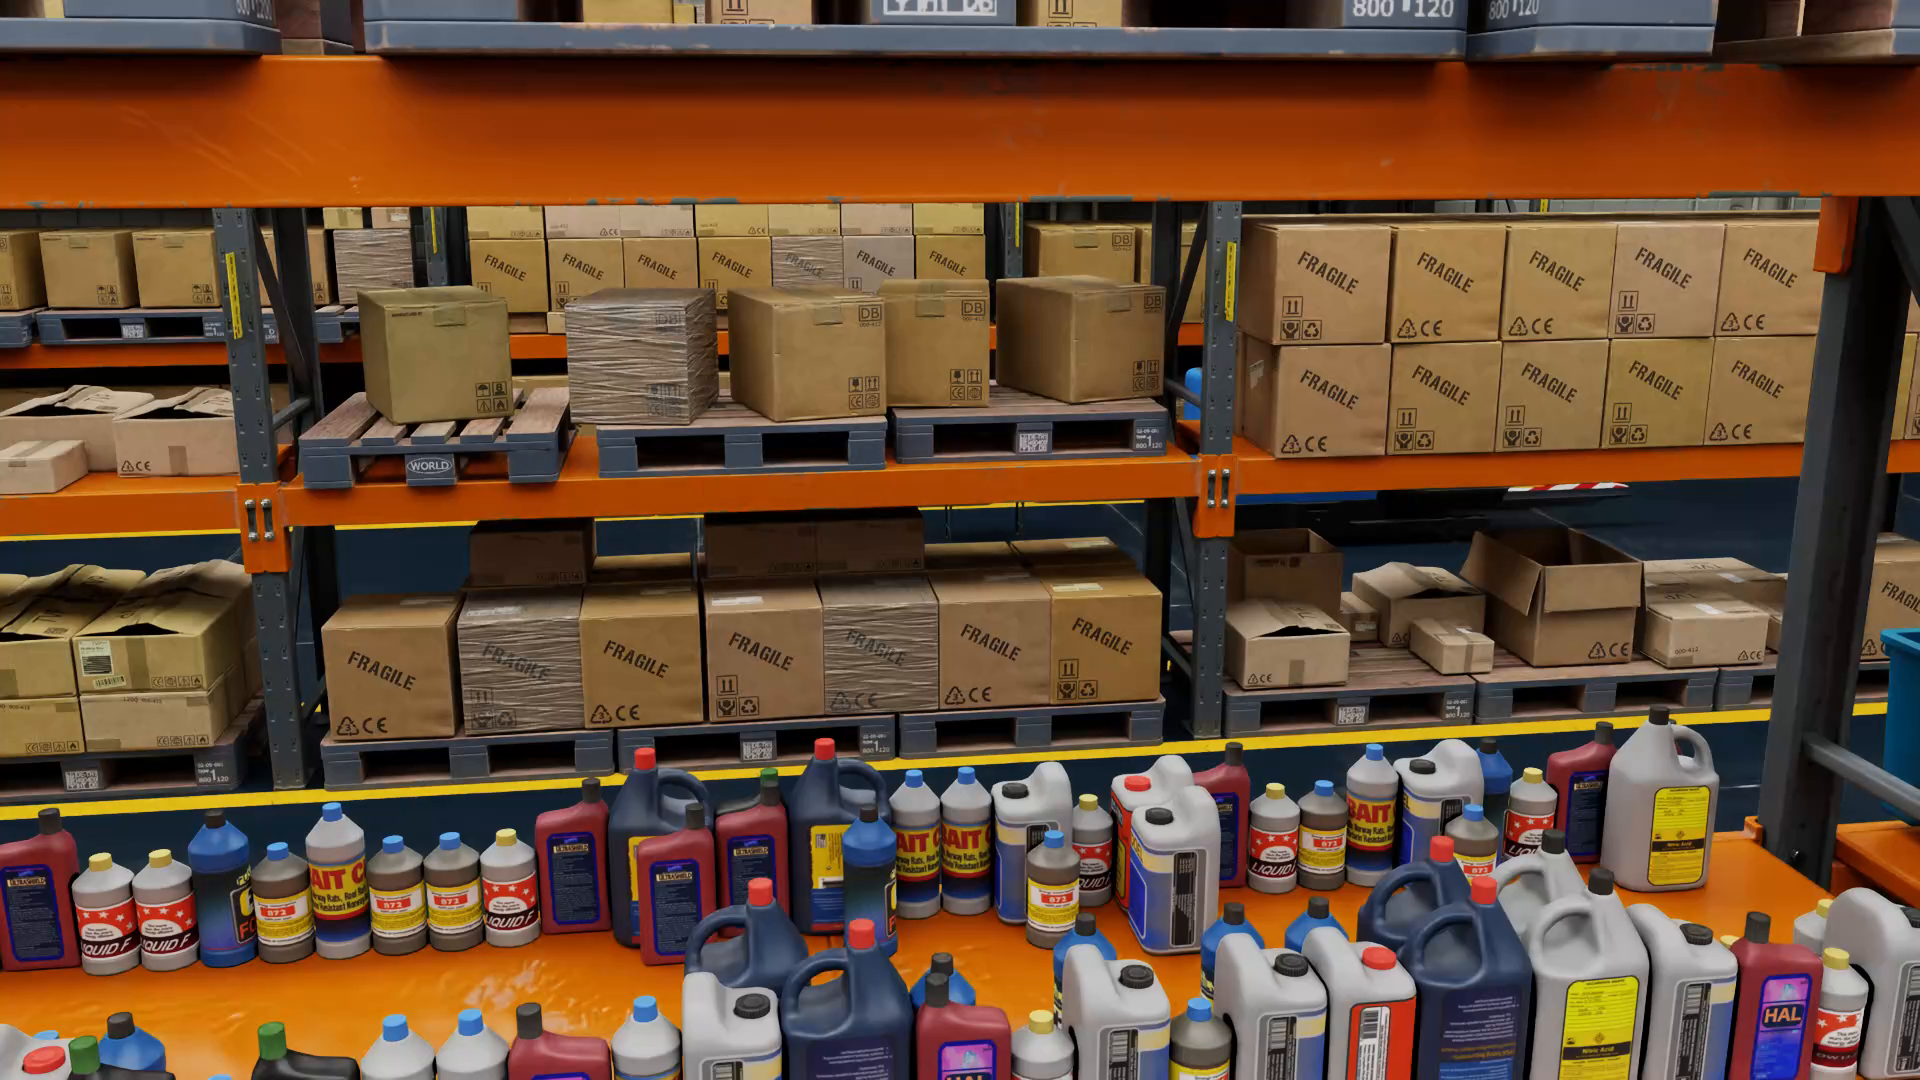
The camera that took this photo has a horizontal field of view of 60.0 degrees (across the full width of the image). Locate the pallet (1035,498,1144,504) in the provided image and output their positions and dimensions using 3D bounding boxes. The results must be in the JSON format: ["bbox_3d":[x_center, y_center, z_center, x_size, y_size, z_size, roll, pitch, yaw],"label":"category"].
[{"bbox_3d":[1.078,-0.511,12.824,1.213,0.211,1.003,-2,14,-8],"label":"pallet"}]

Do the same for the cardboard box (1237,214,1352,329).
[{"bbox_3d":[1.517,-1.277,7.886,0.500,0.500,0.500,-2,14,-8],"label":"cardboard box"}]

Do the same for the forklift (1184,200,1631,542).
[{"bbox_3d":[3.123,-1.535,11.319,3.031,2.935,1.130,-2,14,-10],"label":"forklift"}]

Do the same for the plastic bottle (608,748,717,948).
[{"bbox_3d":[-0.535,0.543,2.991,0.185,0.351,0.144,-2,14,-8],"label":"plastic bottle"}]

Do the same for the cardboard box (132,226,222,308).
[{"bbox_3d":[-5.333,-1.901,11.527,0.500,0.500,0.700,-2,14,-8],"label":"cardboard box"}]

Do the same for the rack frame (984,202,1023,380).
[{"bbox_3d":[0.314,-1.854,12.450,0.127,3.000,1.000,-2,14,-8],"label":"rack frame"}]

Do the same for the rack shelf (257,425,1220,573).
[{"bbox_3d":[-0.922,-0.242,7.497,4.000,0.370,1.077,-2,14,-8],"label":"rack shelf"}]

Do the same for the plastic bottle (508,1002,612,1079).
[{"bbox_3d":[-0.540,0.761,2.259,0.133,0.283,0.061,-2,14,-8],"label":"plastic bottle"}]

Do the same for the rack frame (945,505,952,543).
[{"bbox_3d":[-0.078,-0.579,11.065,0.015,1.200,0.240,-2,14,-8],"label":"rack frame"}]

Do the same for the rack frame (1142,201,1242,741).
[{"bbox_3d":[1.056,-0.663,7.699,0.127,3.000,1.000,-2,14,-8],"label":"rack frame"}]

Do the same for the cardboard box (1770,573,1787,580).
[{"bbox_3d":[4.299,0.295,8.801,0.250,0.166,0.380,-2,14,-8],"label":"cardboard box"}]

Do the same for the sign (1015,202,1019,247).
[{"bbox_3d":[0.404,-2.247,11.799,0.005,0.325,0.100,-2,14,-8],"label":"sign"}]

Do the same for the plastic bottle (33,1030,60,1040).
[{"bbox_3d":[-1.269,0.786,2.330,0.097,0.201,0.097,0,14,0],"label":"plastic bottle"}]

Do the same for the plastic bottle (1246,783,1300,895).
[{"bbox_3d":[0.602,0.568,3.198,0.097,0.201,0.097,0,14,0],"label":"plastic bottle"}]

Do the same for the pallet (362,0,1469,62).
[{"bbox_3d":[-0.092,-0.741,2.232,1.213,0.211,1.003,-2,14,-8],"label":"pallet"}]

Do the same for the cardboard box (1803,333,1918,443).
[{"bbox_3d":[4.096,-0.755,7.861,0.500,0.500,0.500,-2,14,-8],"label":"cardboard box"}]

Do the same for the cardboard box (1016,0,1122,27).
[{"bbox_3d":[0.547,-2.418,7.256,0.600,0.600,0.600,-3,14,-14],"label":"cardboard box"}]

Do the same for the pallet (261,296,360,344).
[{"bbox_3d":[-4.330,-1.565,11.690,1.003,0.211,1.213,-2,14,-8],"label":"pallet"}]

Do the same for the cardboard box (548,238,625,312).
[{"bbox_3d":[-2.604,-1.885,11.712,0.500,0.500,0.500,-2,14,-6],"label":"cardboard box"}]

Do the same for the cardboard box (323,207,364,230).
[{"bbox_3d":[-4.294,-2.251,11.588,0.250,0.149,0.380,-5,15,-18],"label":"cardboard box"}]

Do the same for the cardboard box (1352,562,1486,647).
[{"bbox_3d":[2.318,0.312,8.435,0.500,0.311,0.500,-2,14,-8],"label":"cardboard box"}]

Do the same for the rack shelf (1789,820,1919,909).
[{"bbox_3d":[3.768,0.805,3.324,4.000,0.370,1.077,-2,14,-8],"label":"rack shelf"}]

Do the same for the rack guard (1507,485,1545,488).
[{"bbox_3d":[4.293,-0.788,13.335,0.348,0.500,1.175,-2,14,-8],"label":"rack guard"}]

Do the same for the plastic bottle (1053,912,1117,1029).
[{"bbox_3d":[0.189,0.699,2.534,0.097,0.271,0.097,0,14,0],"label":"plastic bottle"}]

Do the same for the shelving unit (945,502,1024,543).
[{"bbox_3d":[0.164,-0.588,11.100,0.503,1.200,0.258,-2,14,-8],"label":"shelving unit"}]

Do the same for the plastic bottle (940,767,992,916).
[{"bbox_3d":[0.012,0.556,3.104,0.097,0.271,0.097,0,14,0],"label":"plastic bottle"}]

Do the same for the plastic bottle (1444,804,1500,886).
[{"bbox_3d":[0.951,0.593,3.100,0.097,0.201,0.097,0,14,0],"label":"plastic bottle"}]

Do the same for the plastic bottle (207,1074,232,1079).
[{"bbox_3d":[-0.981,0.813,2.223,0.097,0.201,0.097,0,14,0],"label":"plastic bottle"}]

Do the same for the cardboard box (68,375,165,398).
[{"bbox_3d":[-5.923,-0.996,11.721,0.500,0.250,0.500,-3,14,-10],"label":"cardboard box"}]

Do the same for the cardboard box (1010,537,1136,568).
[{"bbox_3d":[0.541,0.295,8.113,0.500,0.500,0.500,-3,14,-11],"label":"cardboard box"}]

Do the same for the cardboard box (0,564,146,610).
[{"bbox_3d":[-3.980,0.309,7.458,0.500,0.311,0.500,-2,14,-10],"label":"cardboard box"}]

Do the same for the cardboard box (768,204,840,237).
[{"bbox_3d":[-1.121,-2.307,11.856,0.500,0.250,0.500,-2,14,-7],"label":"cardboard box"}]

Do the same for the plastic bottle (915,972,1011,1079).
[{"bbox_3d":[0.004,0.741,2.339,0.133,0.283,0.061,-2,14,-8],"label":"plastic bottle"}]

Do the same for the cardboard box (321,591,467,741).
[{"bbox_3d":[-2.407,0.533,7.163,0.500,0.500,0.500,-1,14,-6],"label":"cardboard box"}]

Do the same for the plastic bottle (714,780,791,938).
[{"bbox_3d":[-0.375,0.575,3.004,0.133,0.283,0.061,-2,14,-8],"label":"plastic bottle"}]

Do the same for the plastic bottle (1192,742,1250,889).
[{"bbox_3d":[0.485,0.528,3.189,0.133,0.283,0.061,-2,14,-8],"label":"plastic bottle"}]

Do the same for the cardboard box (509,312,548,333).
[{"bbox_3d":[-3.031,-1.560,11.753,0.250,0.149,0.380,-2,14,-8],"label":"cardboard box"}]

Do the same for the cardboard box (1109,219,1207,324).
[{"bbox_3d":[1.575,-2.041,12.576,0.700,0.700,0.980,-2,14,-10],"label":"cardboard box"}]

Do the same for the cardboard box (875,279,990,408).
[{"bbox_3d":[-0.117,-0.912,7.621,0.500,0.500,0.700,0,14,1],"label":"cardboard box"}]

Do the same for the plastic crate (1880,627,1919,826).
[{"bbox_3d":[2.201,0.408,3.337,0.575,0.384,0.392,-2,14,-8],"label":"plastic crate"}]

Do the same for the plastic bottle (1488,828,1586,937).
[{"bbox_3d":[0.908,0.630,2.645,0.185,0.351,0.144,-2,14,-8],"label":"plastic bottle"}]

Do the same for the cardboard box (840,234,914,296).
[{"bbox_3d":[-0.608,-1.959,12.007,0.500,0.500,0.500,-2,14,-8],"label":"cardboard box"}]

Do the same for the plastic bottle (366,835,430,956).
[{"bbox_3d":[-1.003,0.627,2.964,0.097,0.201,0.097,0,14,0],"label":"plastic bottle"}]

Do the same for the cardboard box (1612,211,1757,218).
[{"bbox_3d":[3.522,-1.351,8.181,0.500,0.500,0.500,-2,14,-8],"label":"cardboard box"}]

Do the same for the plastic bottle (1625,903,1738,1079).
[{"bbox_3d":[1.087,0.694,2.543,0.135,0.276,0.152,-2,14,-8],"label":"plastic bottle"}]

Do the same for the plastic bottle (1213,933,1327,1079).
[{"bbox_3d":[0.455,0.717,2.450,0.135,0.276,0.152,-2,14,-8],"label":"plastic bottle"}]

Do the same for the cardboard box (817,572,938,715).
[{"bbox_3d":[-0.376,0.457,7.468,0.500,0.500,0.500,-2,14,-8],"label":"cardboard box"}]

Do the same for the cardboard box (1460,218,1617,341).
[{"bbox_3d":[2.582,-1.183,7.512,0.500,0.500,0.500,-3,14,-10],"label":"cardboard box"}]

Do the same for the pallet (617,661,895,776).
[{"bbox_3d":[-0.952,0.773,7.705,1.213,0.211,1.003,-2,14,-8],"label":"pallet"}]

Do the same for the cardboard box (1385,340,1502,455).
[{"bbox_3d":[2.106,-0.684,7.576,0.500,0.500,0.500,-2,14,-7],"label":"cardboard box"}]

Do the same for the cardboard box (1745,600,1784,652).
[{"bbox_3d":[4.096,0.425,8.281,0.250,0.166,0.380,-2,14,-8],"label":"cardboard box"}]

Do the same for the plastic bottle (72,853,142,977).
[{"bbox_3d":[-1.484,0.645,2.894,0.097,0.201,0.097,0,14,0],"label":"plastic bottle"}]

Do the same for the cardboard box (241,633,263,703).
[{"bbox_3d":[-3.461,0.560,7.610,0.500,0.250,0.500,-2,14,-9],"label":"cardboard box"}]

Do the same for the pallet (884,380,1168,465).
[{"bbox_3d":[0.249,-0.567,7.711,1.213,0.211,1.003,-2,14,-8],"label":"pallet"}]

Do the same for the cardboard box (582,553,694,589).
[{"bbox_3d":[-1.498,0.372,7.806,0.500,0.500,0.500,-3,14,-10],"label":"cardboard box"}]

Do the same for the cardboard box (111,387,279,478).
[{"bbox_3d":[-3.266,-0.472,7.121,0.500,0.311,0.500,-1,14,-5],"label":"cardboard box"}]

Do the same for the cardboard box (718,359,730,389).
[{"bbox_3d":[-2.028,-0.896,12.183,0.750,0.750,0.750,-2,14,-9],"label":"cardboard box"}]

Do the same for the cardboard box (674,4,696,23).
[{"bbox_3d":[-2.105,-3.506,11.761,0.500,0.500,0.700,-1,14,-5],"label":"cardboard box"}]

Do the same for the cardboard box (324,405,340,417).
[{"bbox_3d":[-4.346,-0.672,11.968,0.500,0.500,0.700,-2,14,-8],"label":"cardboard box"}]

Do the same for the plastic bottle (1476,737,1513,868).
[{"bbox_3d":[1.024,0.519,3.252,0.097,0.271,0.097,0,14,0],"label":"plastic bottle"}]
